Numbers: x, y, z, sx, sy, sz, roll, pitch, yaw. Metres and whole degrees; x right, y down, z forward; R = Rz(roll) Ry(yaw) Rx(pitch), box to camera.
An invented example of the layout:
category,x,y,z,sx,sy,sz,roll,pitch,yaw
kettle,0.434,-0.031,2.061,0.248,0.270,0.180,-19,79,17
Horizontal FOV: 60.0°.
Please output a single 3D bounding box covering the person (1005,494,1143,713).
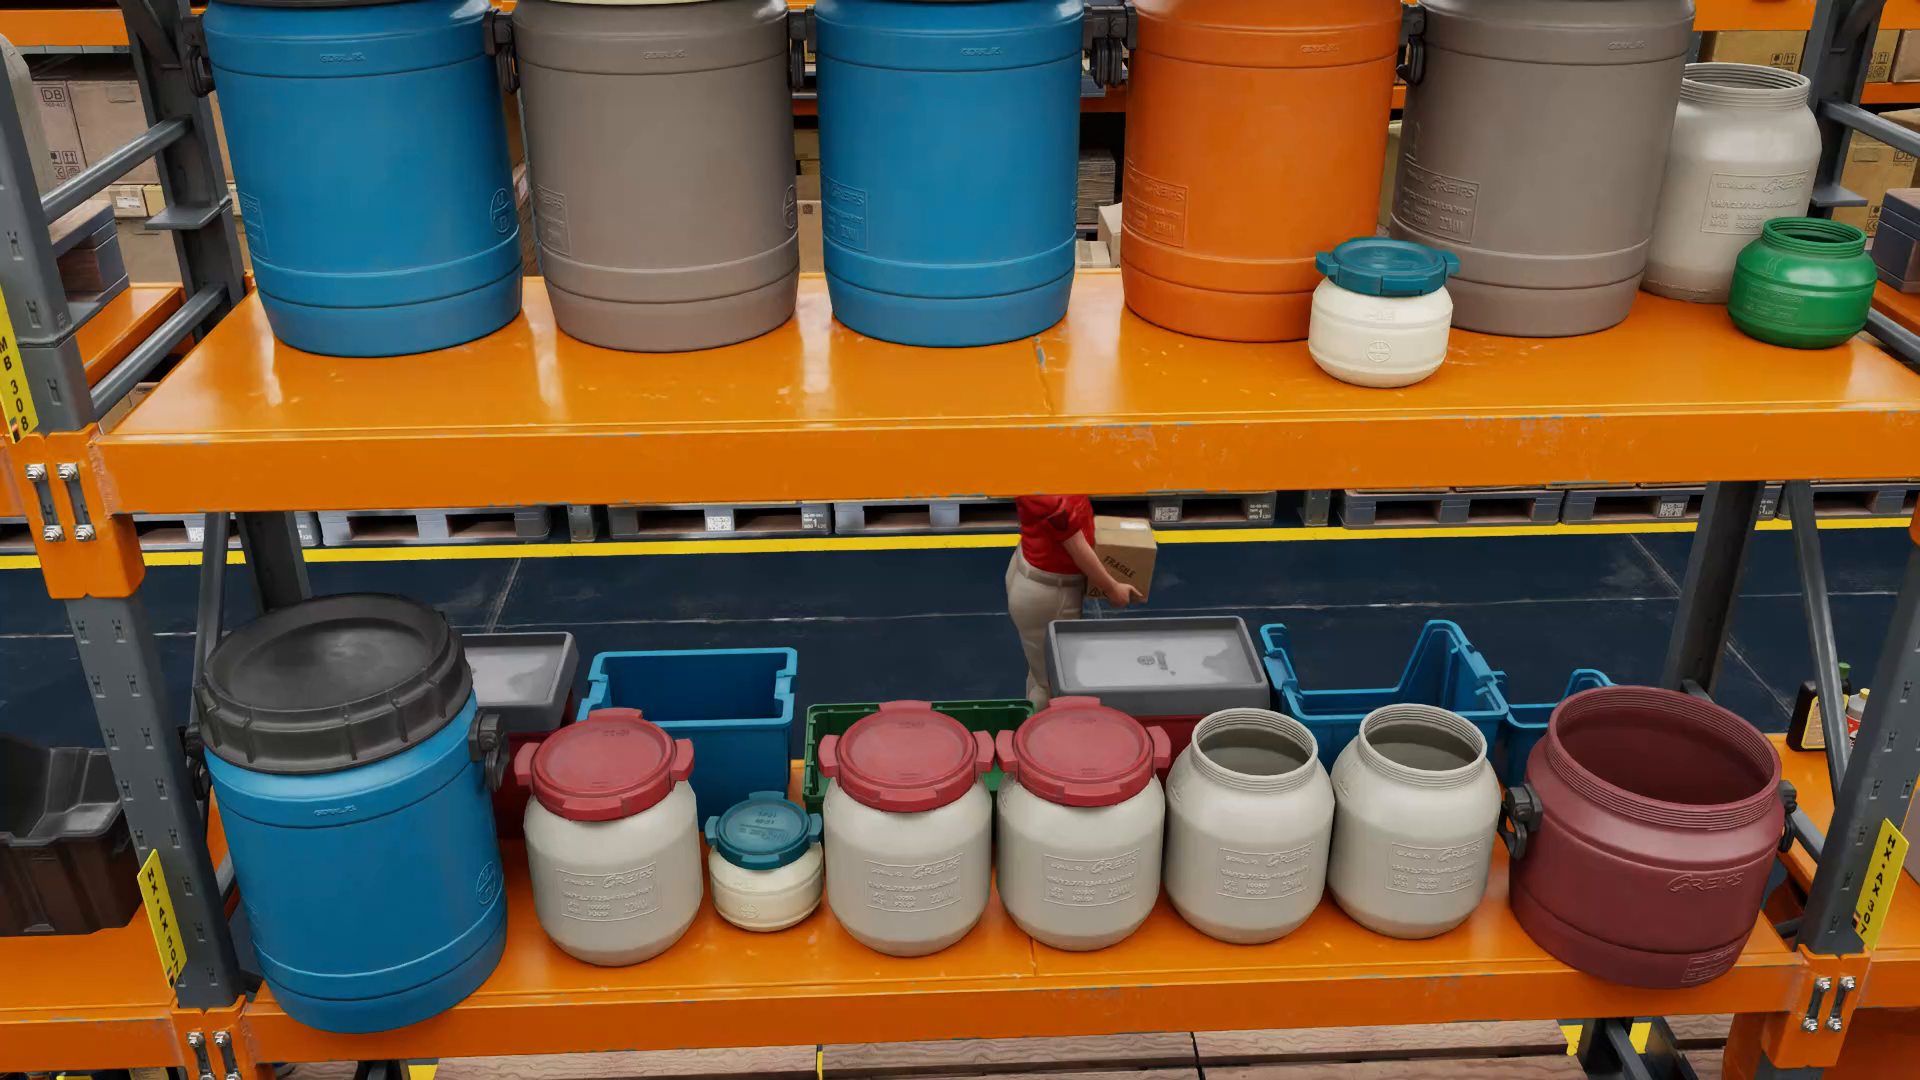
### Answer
category,x,y,z,sx,sy,sz,roll,pitch,yaw
person,0.453,0.203,6.758,0.533,1.722,0.491,-1,27,-2
